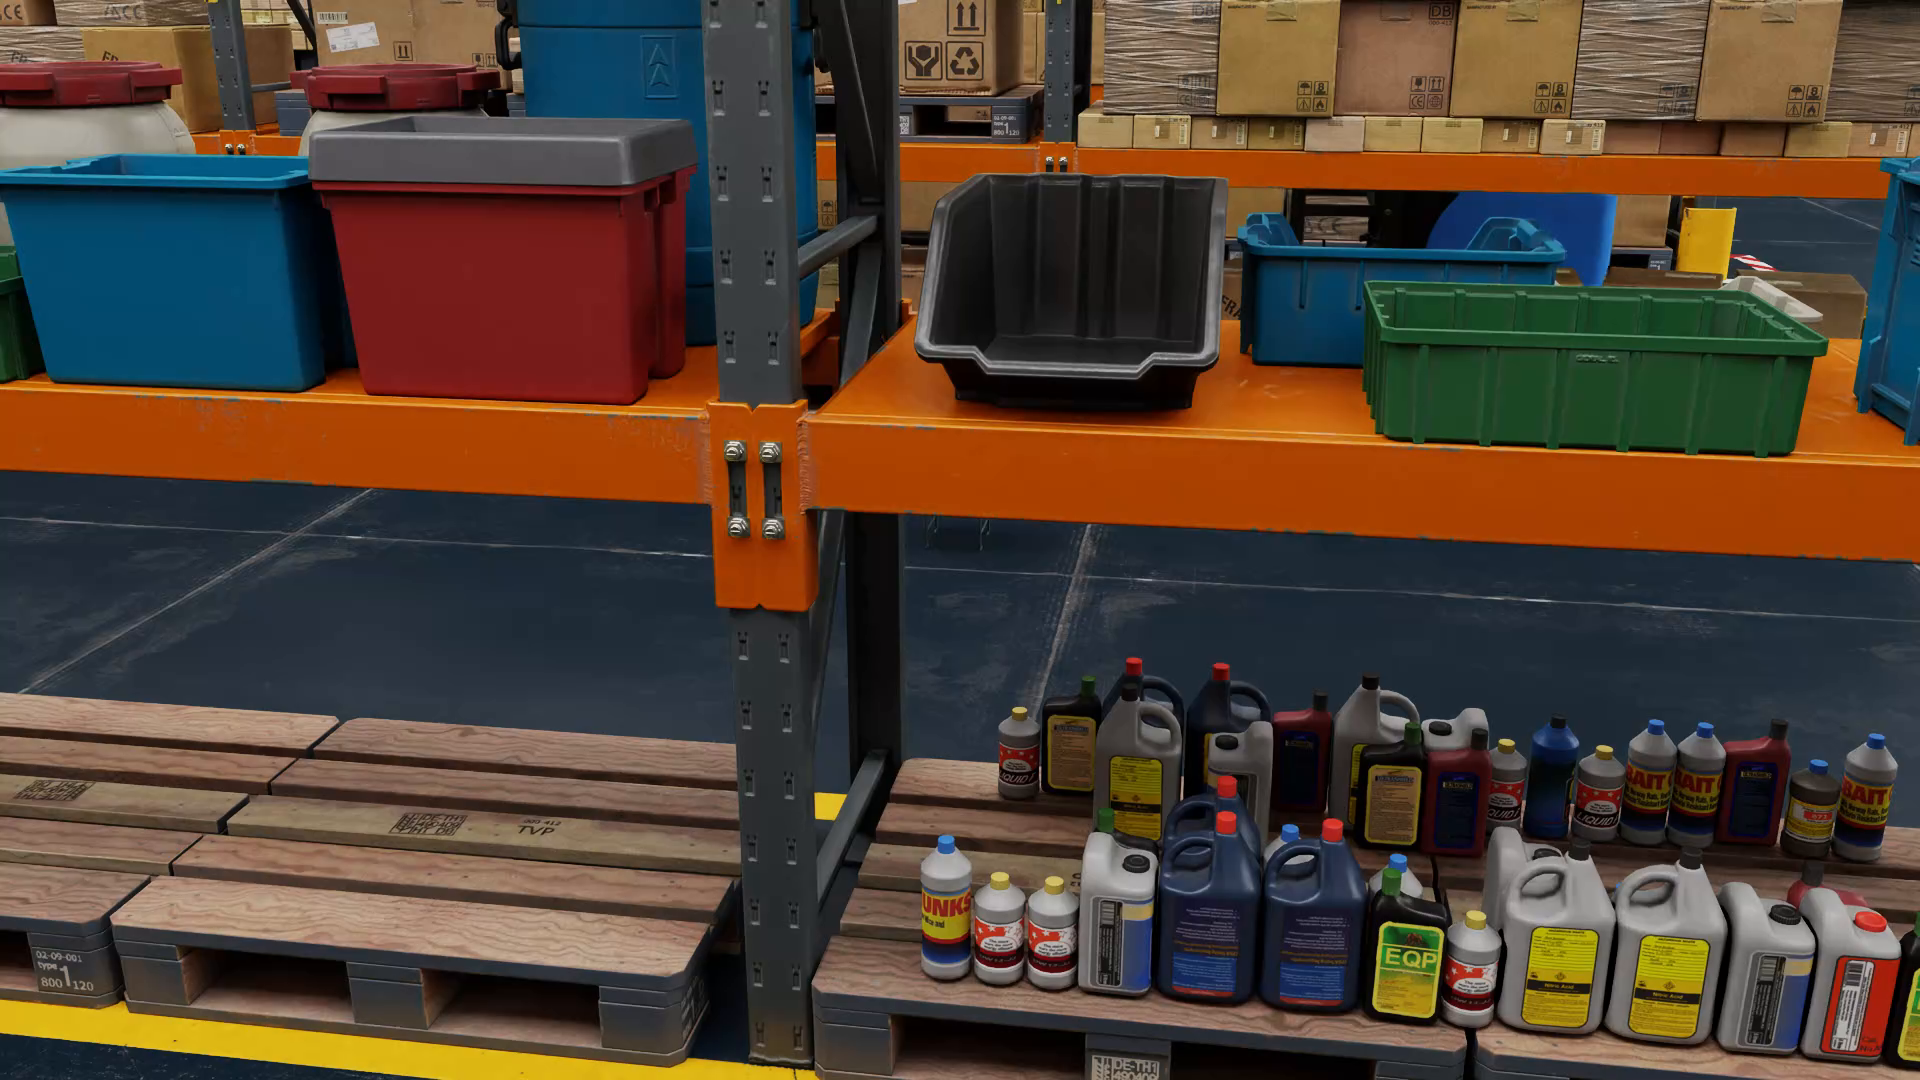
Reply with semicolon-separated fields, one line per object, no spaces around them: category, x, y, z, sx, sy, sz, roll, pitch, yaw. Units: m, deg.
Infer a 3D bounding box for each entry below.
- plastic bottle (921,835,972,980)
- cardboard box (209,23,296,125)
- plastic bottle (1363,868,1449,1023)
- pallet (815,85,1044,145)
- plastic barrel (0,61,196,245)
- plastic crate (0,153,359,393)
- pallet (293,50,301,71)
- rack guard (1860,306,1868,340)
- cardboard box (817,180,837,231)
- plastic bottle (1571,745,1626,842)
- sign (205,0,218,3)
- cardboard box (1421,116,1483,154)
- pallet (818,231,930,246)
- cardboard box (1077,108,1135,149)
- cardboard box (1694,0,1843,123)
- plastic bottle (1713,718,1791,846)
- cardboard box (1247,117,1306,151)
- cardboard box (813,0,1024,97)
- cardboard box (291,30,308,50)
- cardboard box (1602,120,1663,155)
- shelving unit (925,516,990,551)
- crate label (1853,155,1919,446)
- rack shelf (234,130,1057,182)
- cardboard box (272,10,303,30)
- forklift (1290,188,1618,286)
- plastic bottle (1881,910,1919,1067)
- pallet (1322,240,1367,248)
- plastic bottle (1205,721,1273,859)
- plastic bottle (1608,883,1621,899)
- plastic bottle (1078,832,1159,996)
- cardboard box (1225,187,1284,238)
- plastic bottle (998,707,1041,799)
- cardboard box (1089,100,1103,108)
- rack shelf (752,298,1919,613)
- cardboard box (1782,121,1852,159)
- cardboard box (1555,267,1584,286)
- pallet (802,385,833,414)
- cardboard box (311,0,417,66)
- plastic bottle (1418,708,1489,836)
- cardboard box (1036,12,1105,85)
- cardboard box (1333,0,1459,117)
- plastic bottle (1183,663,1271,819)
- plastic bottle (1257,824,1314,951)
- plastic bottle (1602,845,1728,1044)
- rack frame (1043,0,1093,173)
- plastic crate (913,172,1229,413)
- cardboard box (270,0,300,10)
plastic bottle;-0.026;0.685;3.136;0.097;0.271;0.097;0;18;0
cardboard box;-3.871;-2.464;8.783;0.500;0.500;0.500;3;19;10
plastic bottle;0.803;0.727;2.990;0.133;0.283;0.061;4;19;11
pallet;-0.217;-2.099;8.151;1.213;0.211;1.003;3;19;9
plastic barrel;-1.905;-0.772;3.669;0.433;0.535;0.433;0;18;0
plastic crate;-1.409;-0.504;3.109;0.575;0.384;0.392;3;19;9
pallet;-5.766;-3.882;13.480;1.213;0.211;1.003;3;19;9
rack guard;4.389;-0.723;7.675;0.348;0.500;1.175;3;19;9
cardboard box;-1.097;-2.886;13.086;0.750;0.750;1.050;3;19;9
plastic bottle;1.403;0.550;3.650;0.097;0.201;0.097;0;18;0
sign;-3.519;-2.682;7.767;0.005;0.325;0.100;3;19;9
cardboard box;2.163;-1.810;7.382;0.250;0.149;0.380;3;19;9
pallet;-0.580;-2.408;13.167;1.213;0.211;1.003;3;19;9
cardboard box;0.679;-1.881;7.595;0.250;0.149;0.380;3;19;9
cardboard box;3.413;-2.117;7.276;0.500;0.500;0.875;3;19;9
plastic bottle;1.717;0.521;3.607;0.133;0.283;0.061;3;19;10
cardboard box;1.424;-1.851;7.505;0.250;0.149;0.380;3;19;9
cardboard box;-0.247;-2.673;7.958;1.000;1.000;1.000;3;19;9
cardboard box;-5.161;-3.922;13.030;0.250;0.149;0.380;2;19;6
cardboard box;2.913;-1.793;7.329;0.250;0.149;0.380;3;19;9
shelving unit;-0.008;-0.427;6.162;0.210;0.900;0.258;3;19;9
crate label;1.818;-0.377;2.648;0.616;0.435;0.502;3;19;9
rack shelf;-1.460;-1.865;8.284;4.000;0.370;1.077;3;19;9
cardboard box;-5.147;-4.063;12.985;0.250;0.149;0.380;4;19;11
forklift;2.325;-2.743;9.883;3.031;2.935;1.130;3;19;9
plastic bottle;1.678;0.772;2.857;0.133;0.283;0.061;3;19;10
pallet;3.348;-2.209;12.571;1.213;0.211;1.003;3;19;9
plastic bottle;0.602;0.528;3.595;0.135;0.276;0.152;3;19;9
plastic bottle;1.226;0.735;3.095;0.097;0.201;0.097;0;18;0
plastic bottle;0.298;0.690;3.112;0.135;0.276;0.152;4;19;11
cardboard box;2.011;-2.792;12.608;0.875;0.875;0.875;3;19;9
plastic bottle;0.137;0.485;3.843;0.097;0.201;0.097;0;18;0
cardboard box;0.774;-2.068;8.152;0.250;0.149;0.380;3;19;9
rack shelf;1.704;-0.112;3.045;4.000;0.370;1.077;3;19;9
cardboard box;3.648;-1.744;7.184;0.250;0.149;0.380;3;19;9
cardboard box;2.640;-1.012;7.877;0.500;0.500;0.500;5;19;14
pallet;-0.254;-0.822;8.427;1.213;0.211;1.003;3;19;9
cardboard box;-2.895;-2.539;8.344;0.500;0.500;0.500;1;19;2
plastic bottle;1.079;0.507;3.661;0.135;0.276;0.152;3;19;10
cardboard box;0.844;-3.644;12.310;0.500;0.500;0.500;3;19;8
cardboard box;1.947;-2.222;7.591;0.500;0.500;0.875;3;19;9
plastic bottle;0.600;0.445;3.726;0.185;0.351;0.144;2;19;6
plastic bottle;0.623;0.671;3.176;0.097;0.271;0.097;0;18;0
plastic bottle;1.250;0.704;2.952;0.185;0.351;0.144;4;19;11
rack frame;0.515;-2.106;7.869;0.127;3.000;1.000;3;19;9
plastic crate;0.226;-0.458;3.043;0.504;0.338;0.767;3;19;9
cardboard box;-5.154;-4.203;12.935;0.250;0.149;0.380;3;19;8
